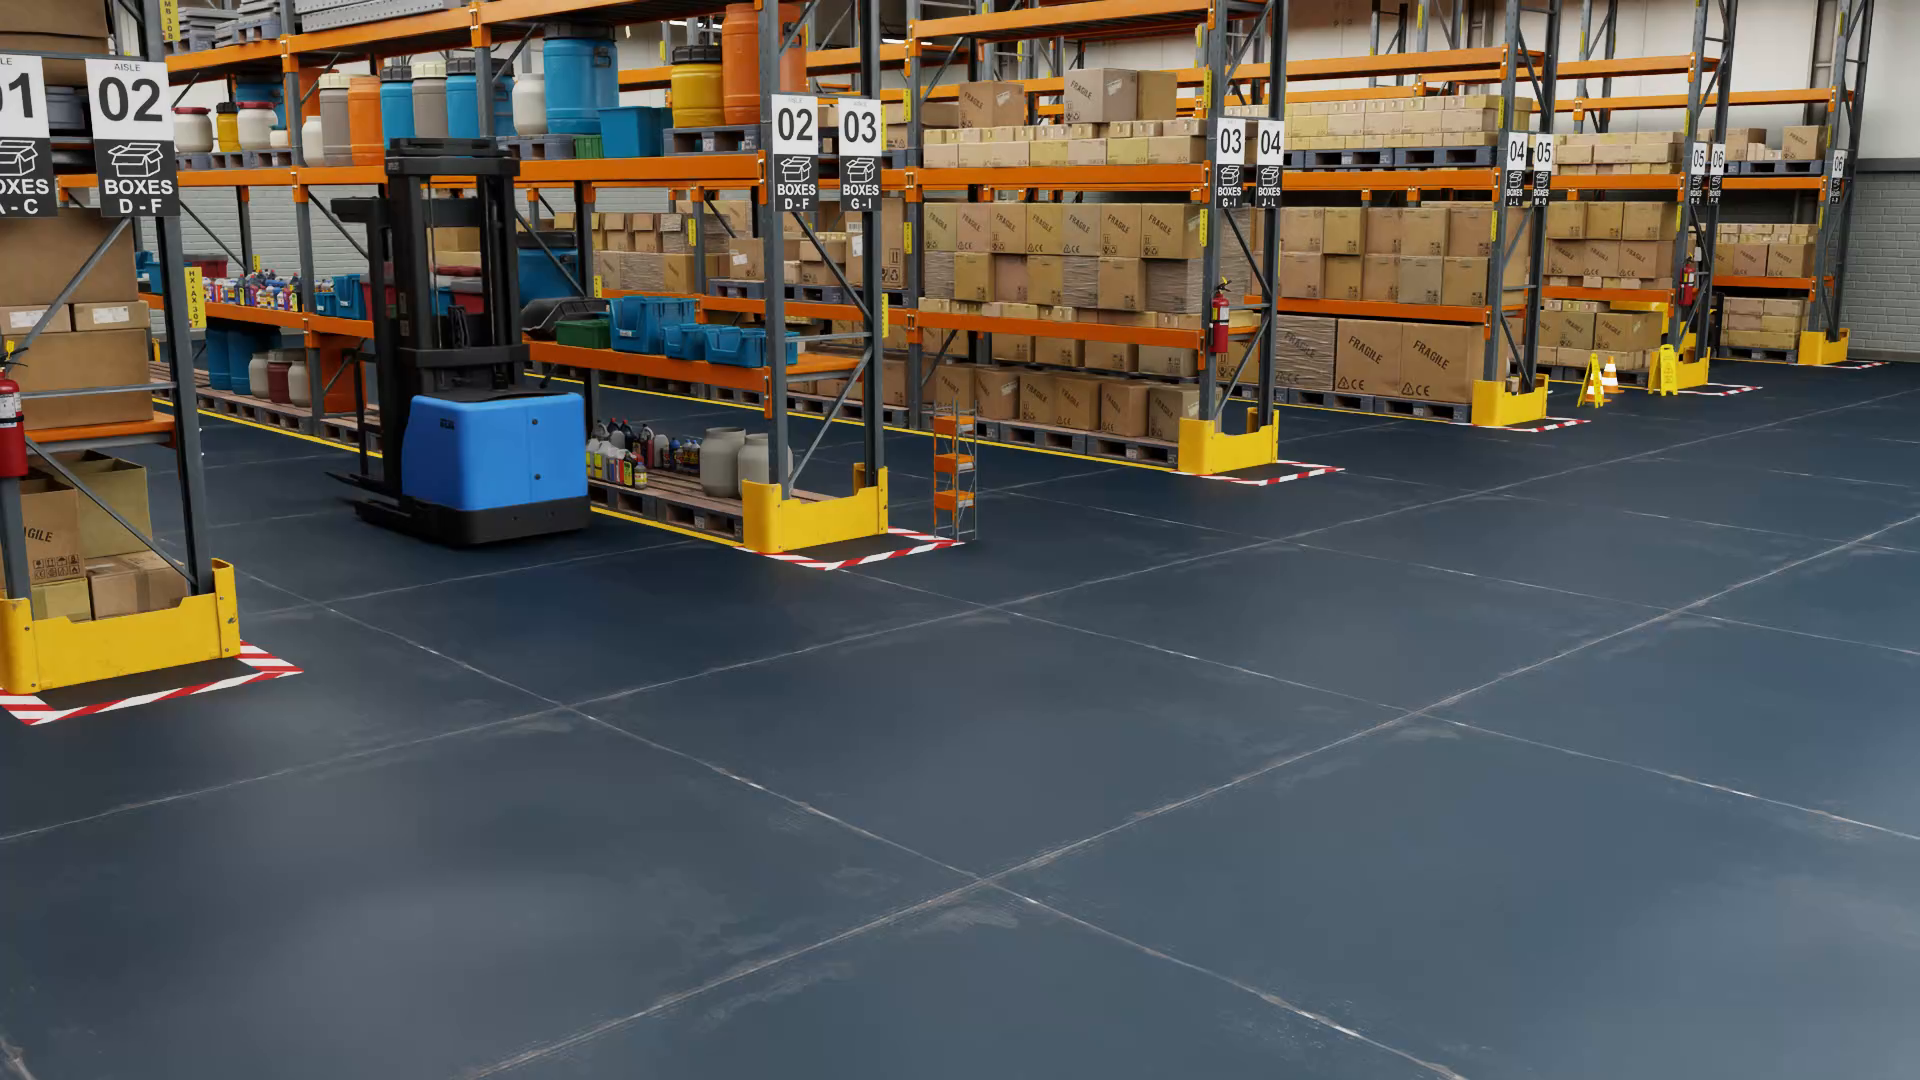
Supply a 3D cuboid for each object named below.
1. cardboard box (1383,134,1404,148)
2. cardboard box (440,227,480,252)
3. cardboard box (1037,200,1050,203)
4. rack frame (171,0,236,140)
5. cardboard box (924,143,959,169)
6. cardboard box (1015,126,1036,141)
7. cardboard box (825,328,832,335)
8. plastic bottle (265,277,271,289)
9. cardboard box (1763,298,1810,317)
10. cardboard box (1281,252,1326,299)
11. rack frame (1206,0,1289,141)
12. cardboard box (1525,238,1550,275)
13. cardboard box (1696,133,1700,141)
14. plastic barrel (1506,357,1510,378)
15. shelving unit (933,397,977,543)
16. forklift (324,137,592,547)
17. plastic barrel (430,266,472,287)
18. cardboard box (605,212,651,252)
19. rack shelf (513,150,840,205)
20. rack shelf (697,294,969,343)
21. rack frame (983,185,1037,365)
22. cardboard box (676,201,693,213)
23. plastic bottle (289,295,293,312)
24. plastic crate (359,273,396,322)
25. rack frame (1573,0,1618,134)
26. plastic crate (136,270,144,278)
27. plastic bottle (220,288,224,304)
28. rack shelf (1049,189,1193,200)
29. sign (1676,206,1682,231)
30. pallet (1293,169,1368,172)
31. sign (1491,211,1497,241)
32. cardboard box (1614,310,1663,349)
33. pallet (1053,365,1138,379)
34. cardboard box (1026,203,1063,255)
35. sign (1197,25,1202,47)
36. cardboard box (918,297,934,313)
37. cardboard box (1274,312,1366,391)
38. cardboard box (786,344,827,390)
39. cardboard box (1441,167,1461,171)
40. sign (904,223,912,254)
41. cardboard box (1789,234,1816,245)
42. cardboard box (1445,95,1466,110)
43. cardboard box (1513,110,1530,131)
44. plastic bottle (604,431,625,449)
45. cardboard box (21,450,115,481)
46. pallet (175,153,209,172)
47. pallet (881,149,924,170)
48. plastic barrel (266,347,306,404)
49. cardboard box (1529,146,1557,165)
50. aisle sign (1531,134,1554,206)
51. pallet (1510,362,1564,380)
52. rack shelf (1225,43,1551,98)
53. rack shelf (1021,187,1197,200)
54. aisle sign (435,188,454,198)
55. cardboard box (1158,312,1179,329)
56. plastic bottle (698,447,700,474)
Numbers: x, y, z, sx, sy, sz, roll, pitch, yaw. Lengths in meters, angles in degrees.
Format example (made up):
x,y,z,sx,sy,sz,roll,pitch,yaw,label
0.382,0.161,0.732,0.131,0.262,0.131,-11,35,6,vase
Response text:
x,y,z,sx,sy,sz,roll,pitch,yaw,label
5.082,-4.585,19.133,0.380,0.149,0.250,-11,16,-43,cardboard box
-7.602,-4.677,25.456,0.500,0.500,0.500,11,16,44,cardboard box
1.453,-6.229,30.879,0.380,0.149,0.250,-11,16,-43,cardboard box
-9.266,-6.157,19.998,1.000,3.000,0.127,-11,16,-43,rack frame
-0.034,-4.036,17.506,0.500,0.250,0.500,11,16,43,cardboard box
0.770,-4.057,16.621,0.380,0.149,0.250,-11,16,-44,cardboard box
-2.046,-3.493,27.957,0.250,0.149,0.380,11,16,43,cardboard box
-8.237,-2.997,19.842,0.097,0.271,0.097,0,12,0,plastic bottle
12.815,-3.604,25.765,0.500,0.250,0.500,-10,15,-41,cardboard box
4.445,-3.267,20.464,0.875,0.550,0.550,-11,16,-43,cardboard box
2.603,-5.096,14.847,1.000,3.000,0.127,-11,16,-43,rack frame
8.175,-3.998,23.400,0.500,0.500,0.500,-11,16,-42,cardboard box
9.673,-5.356,22.187,0.380,0.149,0.250,-11,16,-43,cardboard box
7.249,-2.368,22.854,0.512,0.421,0.421,-1,12,-4,plastic barrel
-0.037,-0.522,12.344,0.215,1.050,0.252,-11,16,-43,shelving unit
-4.152,-1.625,13.033,1.130,2.935,3.031,-10,16,-41,forklift
-5.049,-2.459,16.574,0.433,0.535,0.433,0,12,0,plastic barrel
-4.331,-4.167,22.471,0.797,0.503,0.637,-10,15,-41,cardboard box
-2.360,-2.877,13.289,1.077,0.370,4.000,-11,16,-43,rack shelf
-1.540,-2.681,19.775,1.077,0.370,4.000,-11,16,-43,rack shelf
0.736,-4.002,24.403,1.000,3.000,0.127,-11,16,-43,rack frame
-4.671,-5.751,29.431,0.500,0.500,0.500,-11,16,-43,cardboard box
-7.158,-2.557,17.882,0.097,0.201,0.097,0,12,0,plastic bottle
-5.609,-2.388,16.411,0.402,0.464,0.583,-11,16,-43,plastic crate
10.596,-7.753,27.743,1.000,3.000,0.127,-11,16,-43,rack frame
-10.979,-3.432,21.904,0.416,0.233,0.300,-11,16,-43,plastic crate
-8.522,-2.845,19.281,0.097,0.201,0.097,0,12,0,plastic bottle
3.690,-7.391,35.202,1.077,0.370,4.000,-11,16,-43,rack shelf
9.355,-4.186,21.645,0.100,0.325,0.005,-11,16,-43,sign
5.941,-5.756,25.947,1.213,0.211,1.003,-11,16,-43,pallet
5.858,-3.444,18.238,0.100,0.325,0.005,-11,16,-43,sign
9.397,-2.925,23.090,0.500,0.500,0.500,11,16,43,cardboard box
2.064,-2.333,23.211,1.003,0.211,1.213,-11,16,-43,pallet
1.012,-3.108,16.600,0.500,0.500,0.500,-11,16,-43,cardboard box
3.847,-8.102,26.729,0.100,0.325,0.005,-11,16,-43,sign
-0.228,-2.545,17.956,0.380,0.149,0.250,-11,16,-43,cardboard box
4.507,-2.351,20.612,0.875,0.875,0.875,-11,16,-42,cardboard box
-2.052,-2.143,20.482,0.500,0.500,0.700,10,15,40,cardboard box
7.185,-5.343,24.100,0.380,0.149,0.250,-11,16,-42,cardboard box
-0.558,-3.231,17.791,0.100,0.325,0.005,-11,16,-43,sign
12.916,-4.609,25.496,0.380,0.149,0.250,-11,16,-42,cardboard box
5.611,-4.864,18.512,0.380,0.149,0.250,-11,16,-42,cardboard box
6.113,-4.737,18.881,0.500,0.250,0.500,-11,16,-43,cardboard box
-3.045,-0.827,14.651,0.152,0.276,0.135,-11,16,-43,plastic bottle
-5.475,-0.258,10.143,0.500,0.500,0.500,-11,16,-43,cardboard box
-8.654,-4.495,19.830,1.213,0.211,1.003,-11,16,-43,pallet
-0.508,-4.224,18.512,1.213,0.211,1.003,-11,16,-43,pallet
-7.634,-1.894,19.105,0.600,0.588,0.708,-11,16,-43,plastic barrel
8.164,-5.340,23.096,0.500,0.250,0.500,-11,16,-42,cardboard box
6.526,-4.139,18.626,0.394,0.787,0.004,-11,16,-43,aisle sign
8.344,-2.486,23.954,1.003,0.211,1.213,-11,16,-43,pallet
4.879,-5.516,19.660,1.077,0.370,4.000,-11,16,-43,rack shelf
2.865,-6.115,29.009,1.077,0.370,4.000,-11,16,-43,rack shelf
-8.279,-5.819,26.778,0.394,0.787,0.004,-11,16,-43,aisle sign
2.085,-2.084,15.718,0.380,0.149,0.250,-11,16,-43,cardboard box
-2.149,-0.697,14.000,0.061,0.283,0.133,-11,16,-42,plastic bottle
